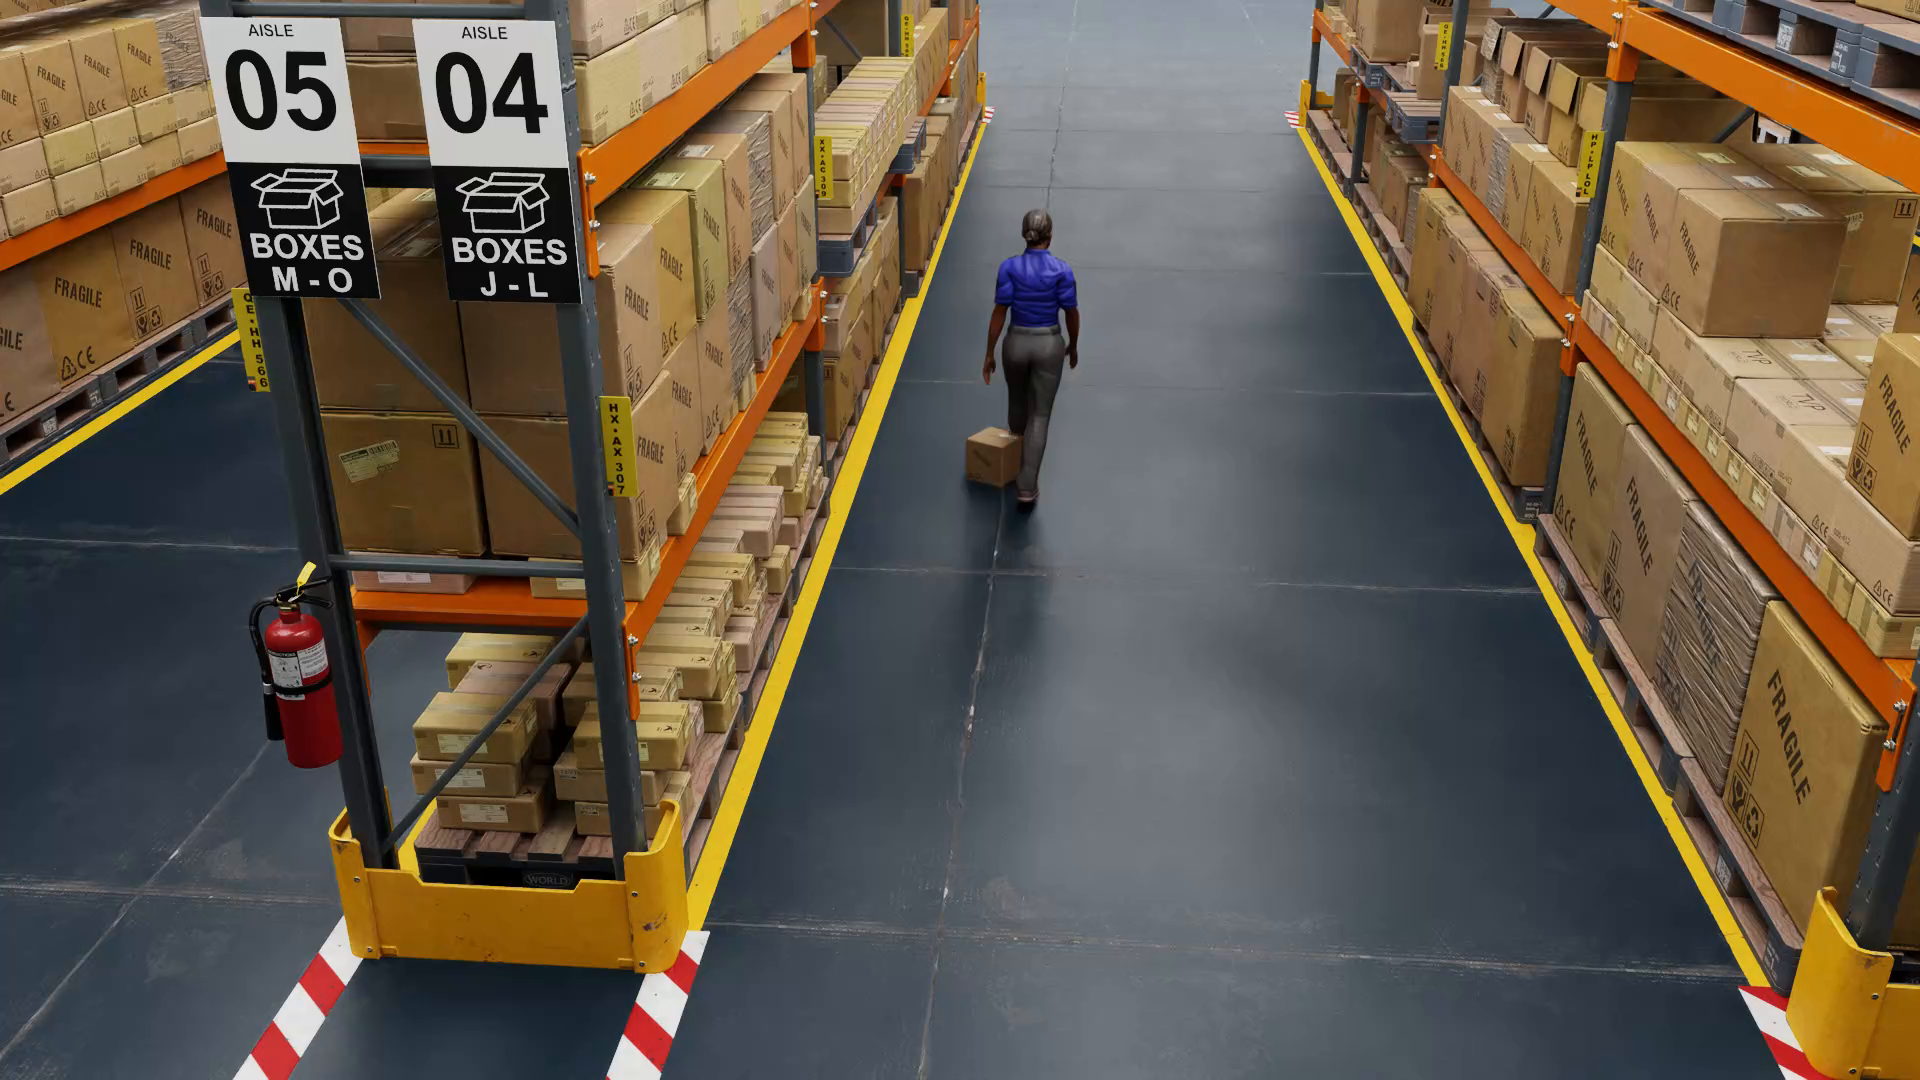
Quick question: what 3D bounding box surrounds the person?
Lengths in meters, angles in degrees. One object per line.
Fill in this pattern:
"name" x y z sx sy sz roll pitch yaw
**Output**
"person" 0.428 -1.109 9.502 0.510 1.603 0.952 5 25 11
